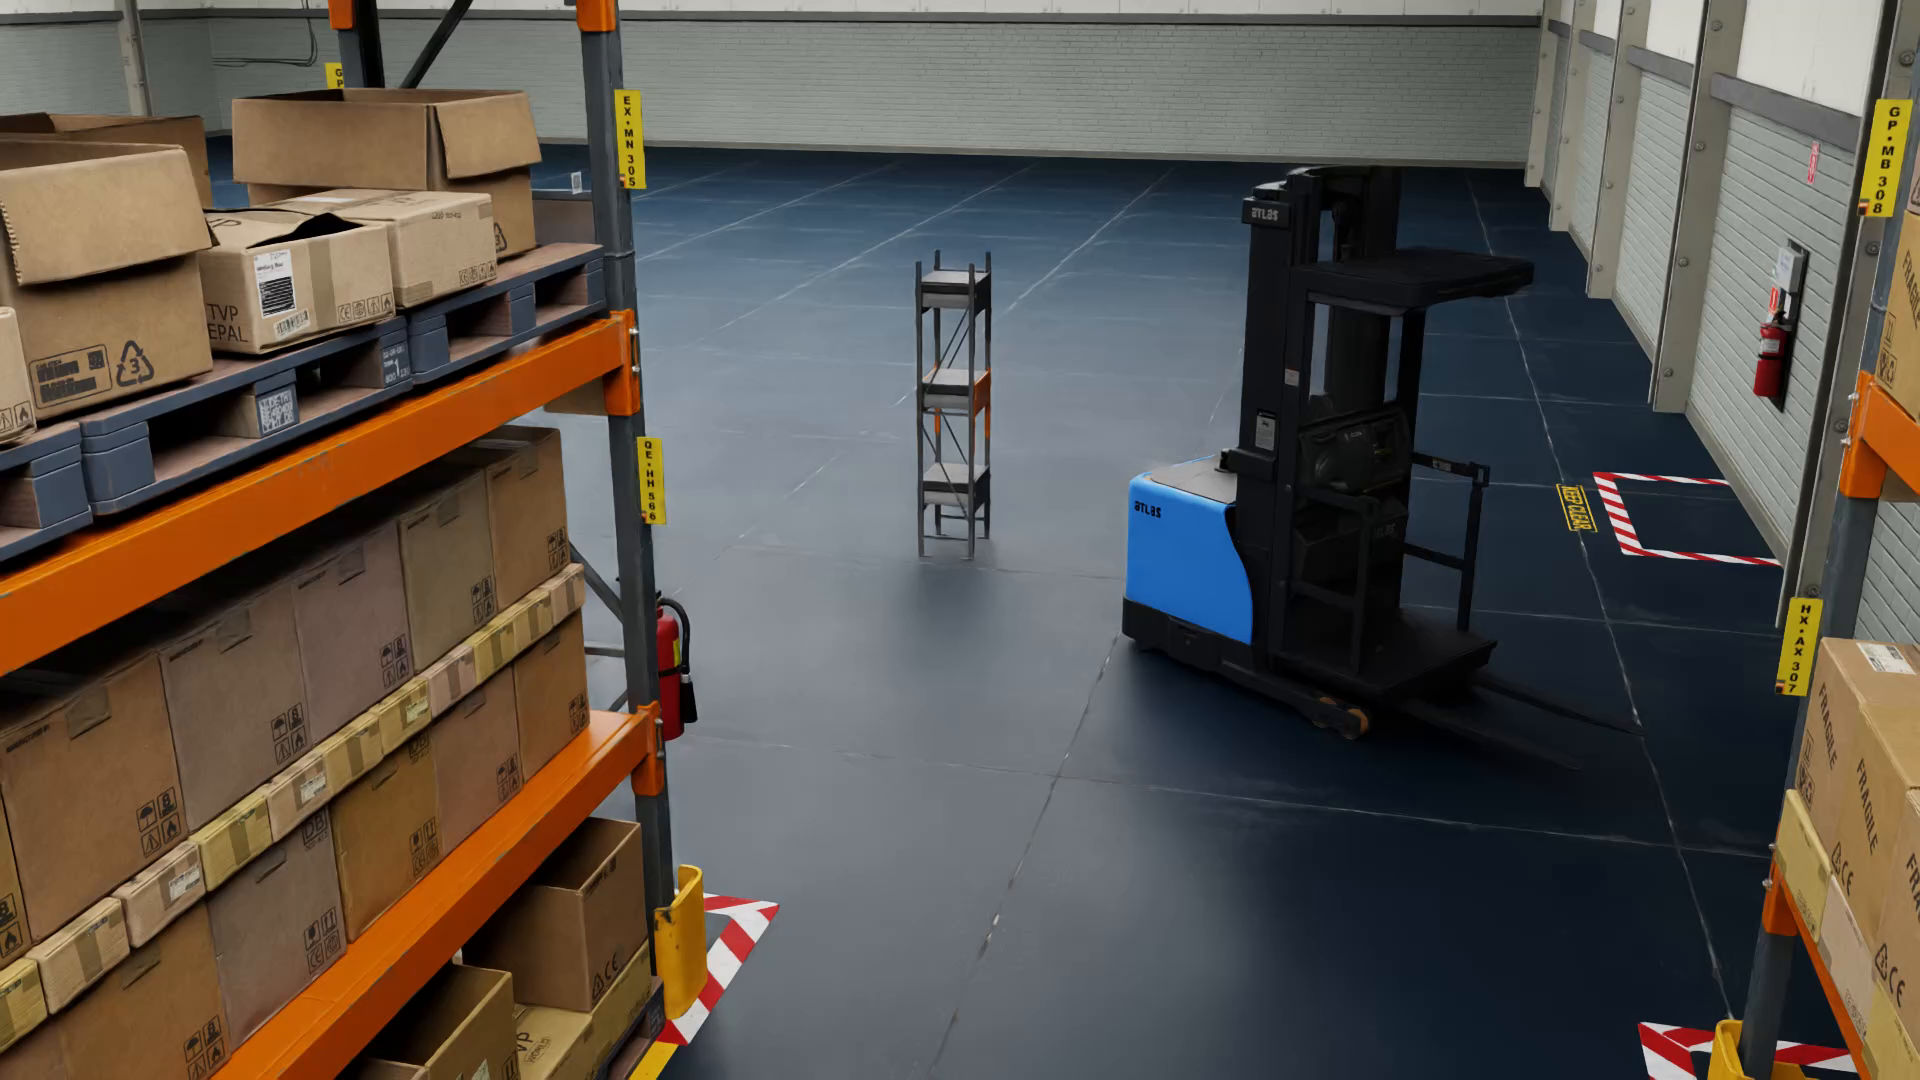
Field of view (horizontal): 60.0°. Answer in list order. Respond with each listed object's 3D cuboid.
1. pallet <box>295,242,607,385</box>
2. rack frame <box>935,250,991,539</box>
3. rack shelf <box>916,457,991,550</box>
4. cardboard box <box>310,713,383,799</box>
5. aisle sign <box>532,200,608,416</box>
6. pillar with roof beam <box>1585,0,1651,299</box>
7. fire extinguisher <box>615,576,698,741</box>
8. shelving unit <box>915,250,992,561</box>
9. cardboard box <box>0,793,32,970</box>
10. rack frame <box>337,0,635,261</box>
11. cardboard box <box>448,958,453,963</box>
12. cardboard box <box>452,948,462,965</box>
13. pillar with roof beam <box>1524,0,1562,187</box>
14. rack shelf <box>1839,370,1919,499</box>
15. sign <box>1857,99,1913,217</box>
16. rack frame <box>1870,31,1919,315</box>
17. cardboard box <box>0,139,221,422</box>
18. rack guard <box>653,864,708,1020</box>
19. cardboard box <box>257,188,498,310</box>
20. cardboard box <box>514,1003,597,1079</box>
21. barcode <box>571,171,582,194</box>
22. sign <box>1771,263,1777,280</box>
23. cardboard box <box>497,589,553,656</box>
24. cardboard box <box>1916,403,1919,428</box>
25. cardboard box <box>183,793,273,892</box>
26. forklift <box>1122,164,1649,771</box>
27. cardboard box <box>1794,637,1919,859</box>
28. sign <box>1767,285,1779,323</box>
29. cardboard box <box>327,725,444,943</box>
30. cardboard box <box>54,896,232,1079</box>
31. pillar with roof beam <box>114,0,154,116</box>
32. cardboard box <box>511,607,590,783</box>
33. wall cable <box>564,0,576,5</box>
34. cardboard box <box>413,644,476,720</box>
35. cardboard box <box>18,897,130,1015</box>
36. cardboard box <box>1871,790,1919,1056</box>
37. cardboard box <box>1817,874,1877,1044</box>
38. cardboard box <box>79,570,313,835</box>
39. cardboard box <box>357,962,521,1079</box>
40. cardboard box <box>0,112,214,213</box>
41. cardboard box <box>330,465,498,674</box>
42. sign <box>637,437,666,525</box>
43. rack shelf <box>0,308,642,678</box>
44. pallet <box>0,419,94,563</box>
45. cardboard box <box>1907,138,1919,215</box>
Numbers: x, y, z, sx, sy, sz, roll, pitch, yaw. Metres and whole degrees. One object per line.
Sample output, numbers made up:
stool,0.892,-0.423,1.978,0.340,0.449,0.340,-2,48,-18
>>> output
pallet,-1.839,-0.759,5.265,1.003,0.211,1.213,5,19,13
rack frame,0.019,-1.018,11.920,0.400,2.100,0.015,5,19,13
rack shelf,-0.040,-0.266,11.927,0.431,0.518,0.480,5,19,13
cardboard box,-1.865,0.586,4.674,0.380,0.149,0.250,5,20,15
aisle sign,-1.340,-0.829,5.951,0.394,0.787,0.004,5,19,13
pillar with roof beam,4.055,-7.744,20.937,9.100,9.000,0.400,5,19,13
fire extinguisher,-1.162,0.435,6.392,0.296,0.674,0.183,5,19,13
shelving unit,-0.040,-0.942,11.696,0.431,2.100,0.503,5,19,13
cardboard box,-2.394,0.694,3.355,0.700,0.500,0.500,5,19,13
rack frame,-1.641,-2.440,5.409,1.000,3.000,0.127,5,19,13
cardboard box,-2.108,1.454,5.734,0.500,0.500,0.500,5,19,13
cardboard box,-1.988,1.652,6.314,0.500,0.250,0.500,5,19,13
pillar with roof beam,6.987,-11.505,31.949,9.100,9.000,0.400,5,19,13
rack shelf,2.675,0.337,3.033,1.077,0.370,4.000,5,19,13
sign,2.637,-1.087,4.736,0.100,0.325,0.005,5,19,13
rack frame,3.164,-2.050,4.267,1.000,3.000,0.127,5,19,13
cardboard box,-2.094,-0.587,3.598,0.797,0.503,0.637,7,20,19
rack guard,-1.635,1.574,6.805,1.175,0.500,0.348,5,19,13
cardboard box,-1.667,-0.833,4.710,0.500,0.250,0.500,5,19,13
cardboard box,-1.596,1.851,5.733,0.500,0.250,0.500,5,19,13
barcode,-1.247,-1.162,5.411,0.001,0.075,0.075,5,19,13
sign,6.163,-2.007,12.549,0.001,0.109,0.331,5,19,13
cardboard box,-1.612,0.262,5.622,0.380,0.149,0.250,5,20,15
cardboard box,2.674,-0.437,3.999,0.500,0.500,0.500,6,20,17
cardboard box,-1.990,0.744,4.211,0.380,0.149,0.250,4,19,13
forklift,2.334,-0.488,9.082,1.130,2.935,3.031,-15,24,-37
cardboard box,2.755,0.622,4.768,0.500,0.500,0.500,5,19,13
sign,6.173,-1.757,12.637,0.001,0.329,0.234,5,19,13
cardboard box,-2.018,0.817,5.000,0.700,0.500,0.500,5,19,14
cardboard box,-2.267,1.143,4.045,0.700,0.500,0.500,5,19,14
pillar with roof beam,-15.210,-13.313,37.242,9.100,9.000,0.400,5,19,13
cardboard box,-1.767,0.497,5.937,0.700,0.500,0.500,5,19,13
wall cable,-8.180,-15.326,37.875,2.305,6.003,0.169,5,19,13
cardboard box,-1.738,0.421,5.157,0.380,0.149,0.250,5,19,14
cardboard box,-2.116,0.909,3.726,0.380,0.149,0.250,4,19,12
cardboard box,2.493,0.937,3.844,0.500,0.500,0.500,4,19,12
cardboard box,2.623,1.142,4.403,0.500,0.250,0.500,4,19,12
cardboard box,-2.148,0.380,4.272,0.700,0.500,0.500,5,19,13
cardboard box,-1.714,1.653,5.152,0.500,0.500,0.500,5,19,13
cardboard box,-2.312,-0.834,4.326,0.500,0.500,0.500,5,19,13
cardboard box,-1.904,0.065,5.195,0.700,0.500,0.500,4,19,12
sign,-1.118,-0.214,6.015,0.100,0.325,0.005,5,19,13
rack shelf,-2.130,-0.053,4.175,1.077,0.370,4.000,5,19,13
pallet,-2.435,0.006,3.026,1.003,0.211,1.213,5,19,13
cardboard box,2.834,-1.059,4.273,0.500,0.500,0.500,3,19,9
